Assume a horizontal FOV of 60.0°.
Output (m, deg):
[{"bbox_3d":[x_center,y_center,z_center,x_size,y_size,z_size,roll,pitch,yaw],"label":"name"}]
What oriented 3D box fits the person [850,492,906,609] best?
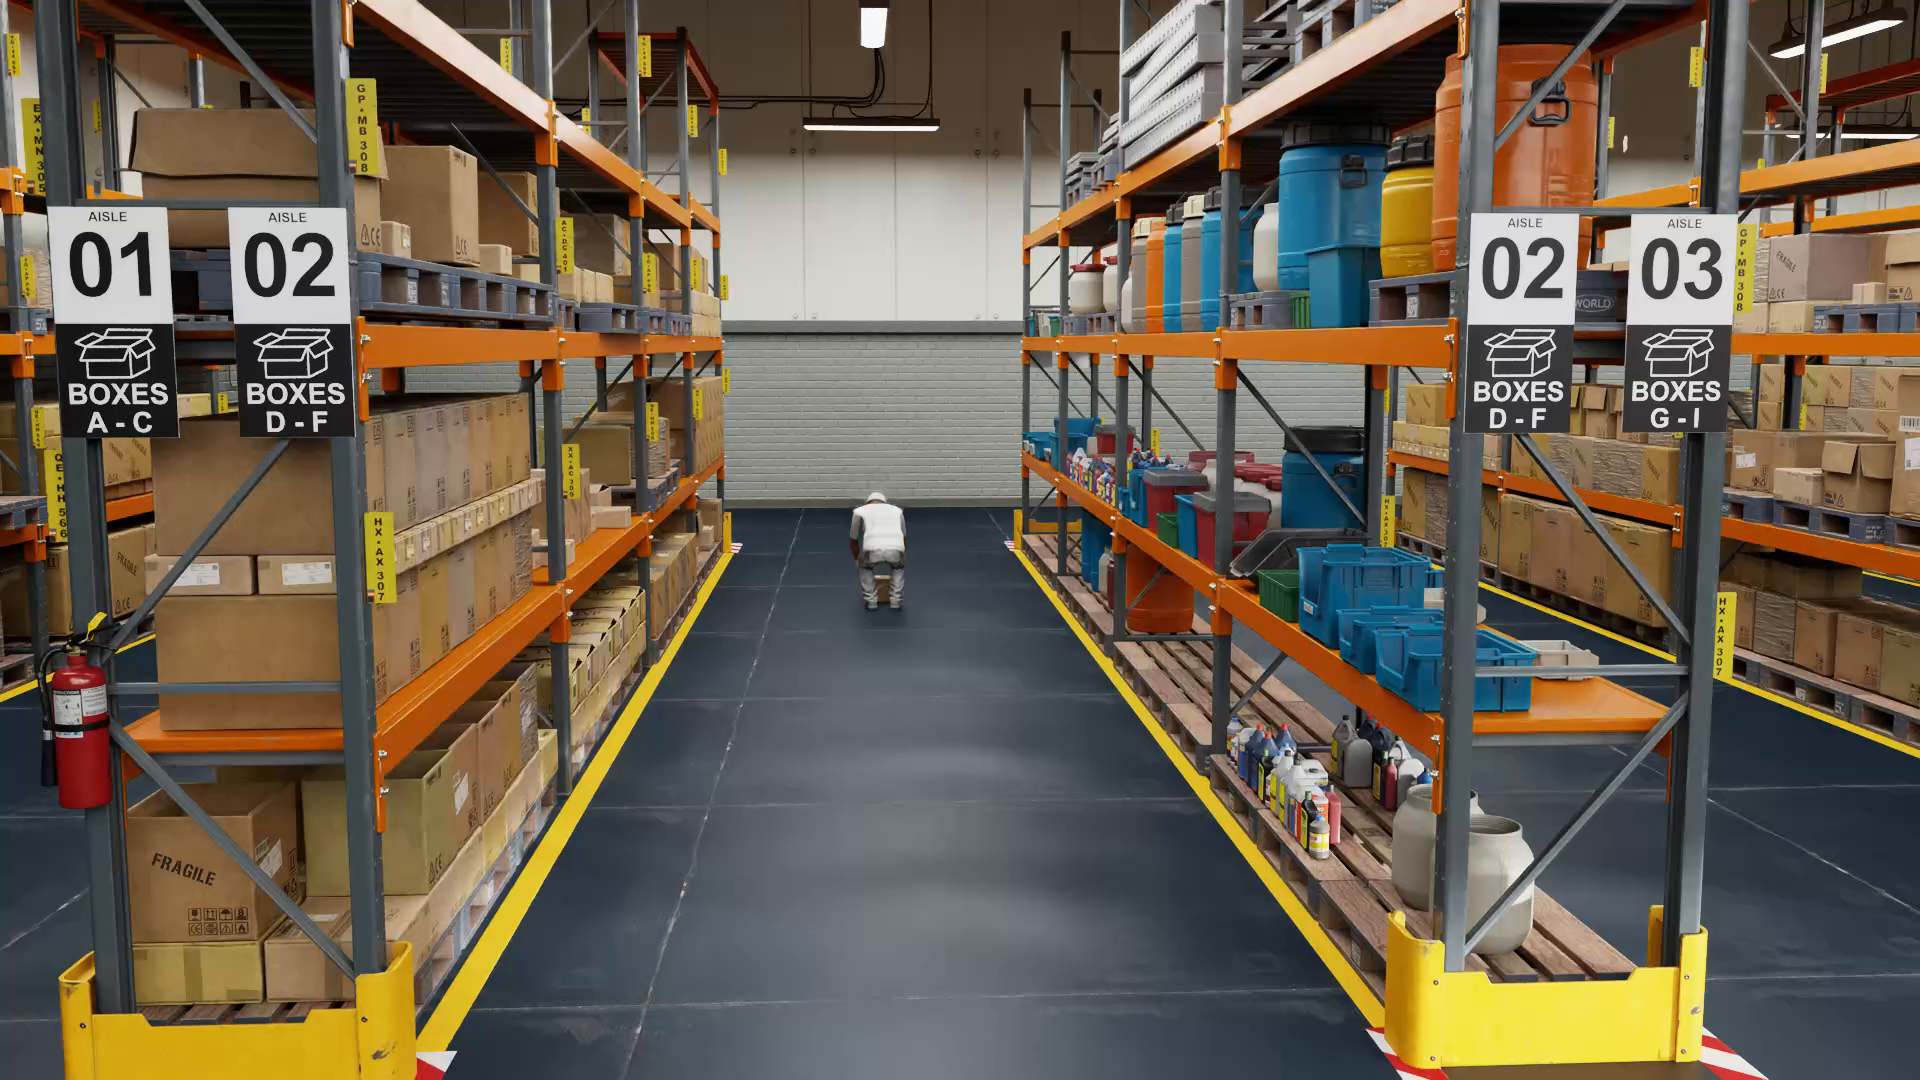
[{"bbox_3d":[-0.849,0.114,17.316,0.596,1.168,0.859,0,7,-4],"label":"person"}]
